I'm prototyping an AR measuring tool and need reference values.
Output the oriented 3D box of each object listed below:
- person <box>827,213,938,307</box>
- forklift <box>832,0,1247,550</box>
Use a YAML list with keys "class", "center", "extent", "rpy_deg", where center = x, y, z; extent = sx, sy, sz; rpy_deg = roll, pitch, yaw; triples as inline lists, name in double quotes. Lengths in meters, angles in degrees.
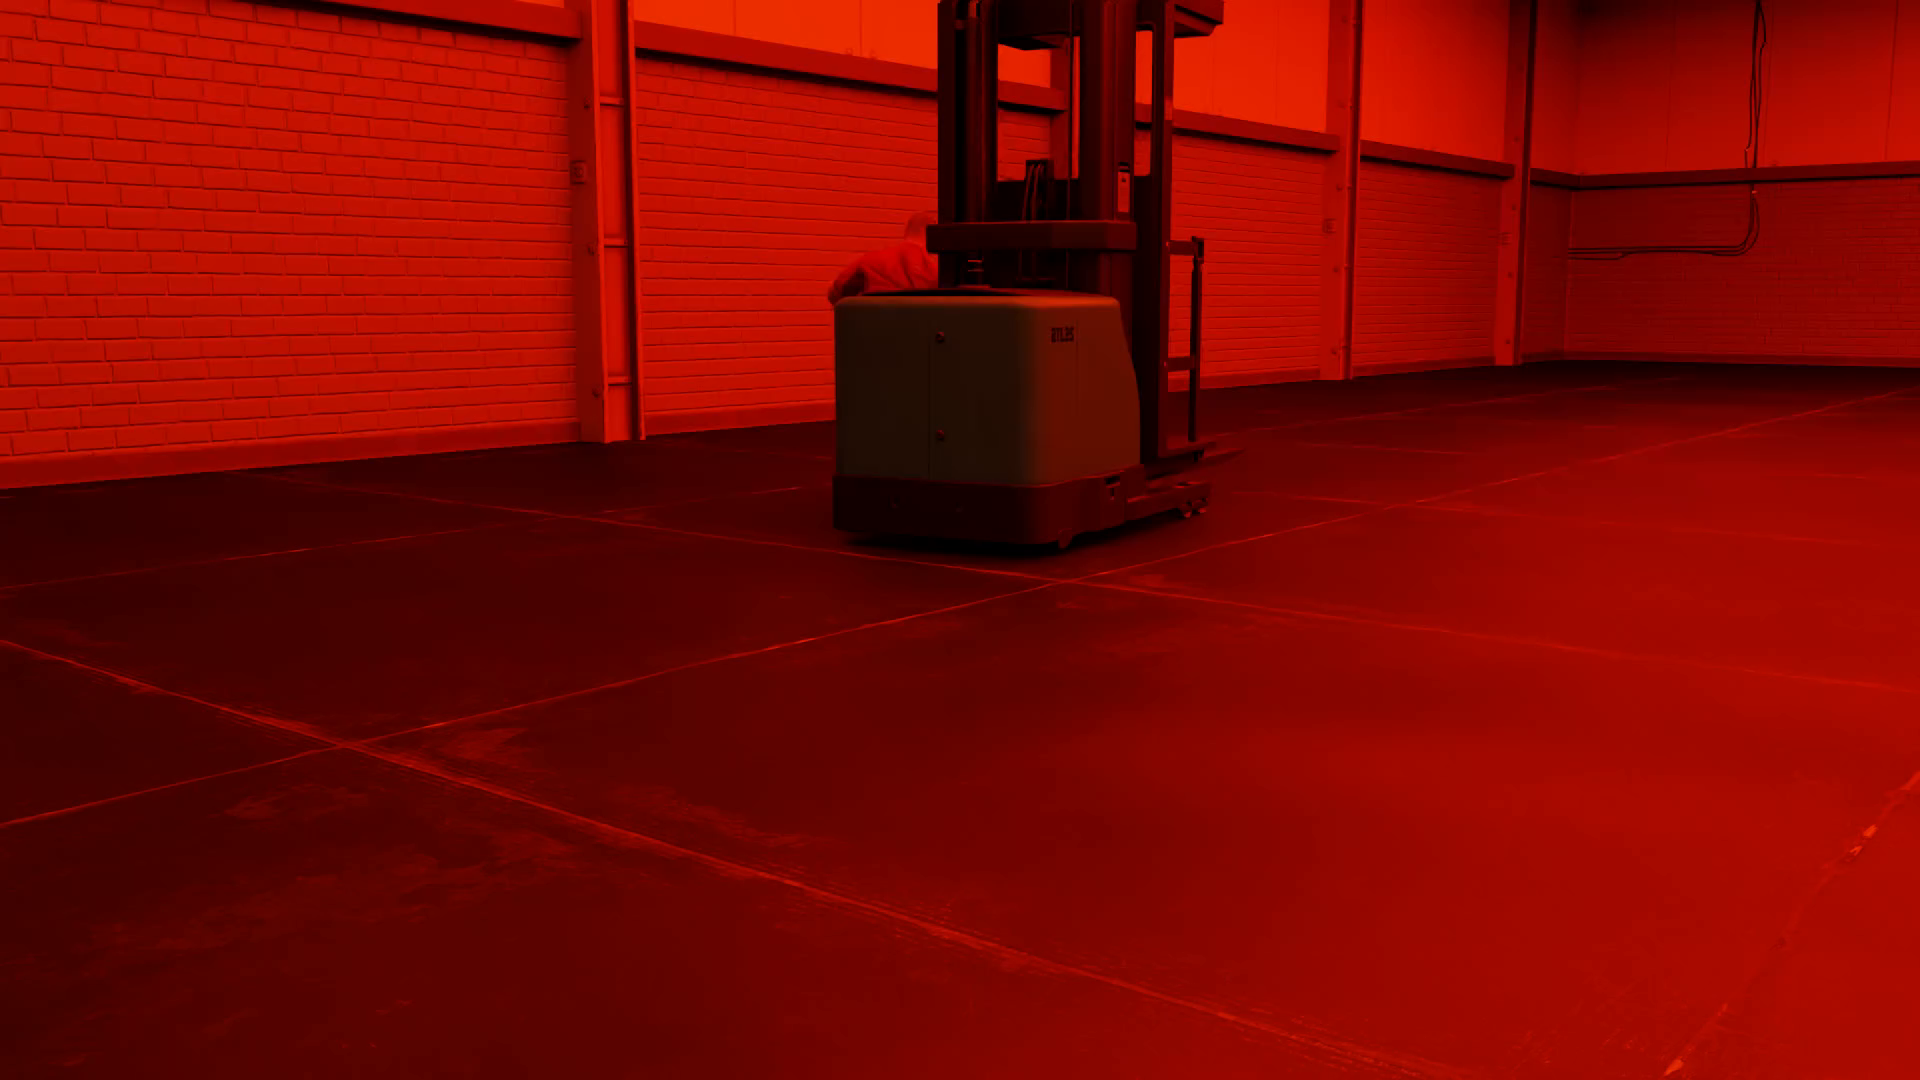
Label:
- class: "person"
  center: [-0.235, -0.958, 8.700]
  extent: [0.917, 1.459, 0.789]
  rpy_deg: [2, 9, 15]
- class: "forklift"
  center: [0.600, -1.584, 8.105]
  extent: [1.130, 2.935, 3.031]
  rpy_deg: [5, 10, 29]
